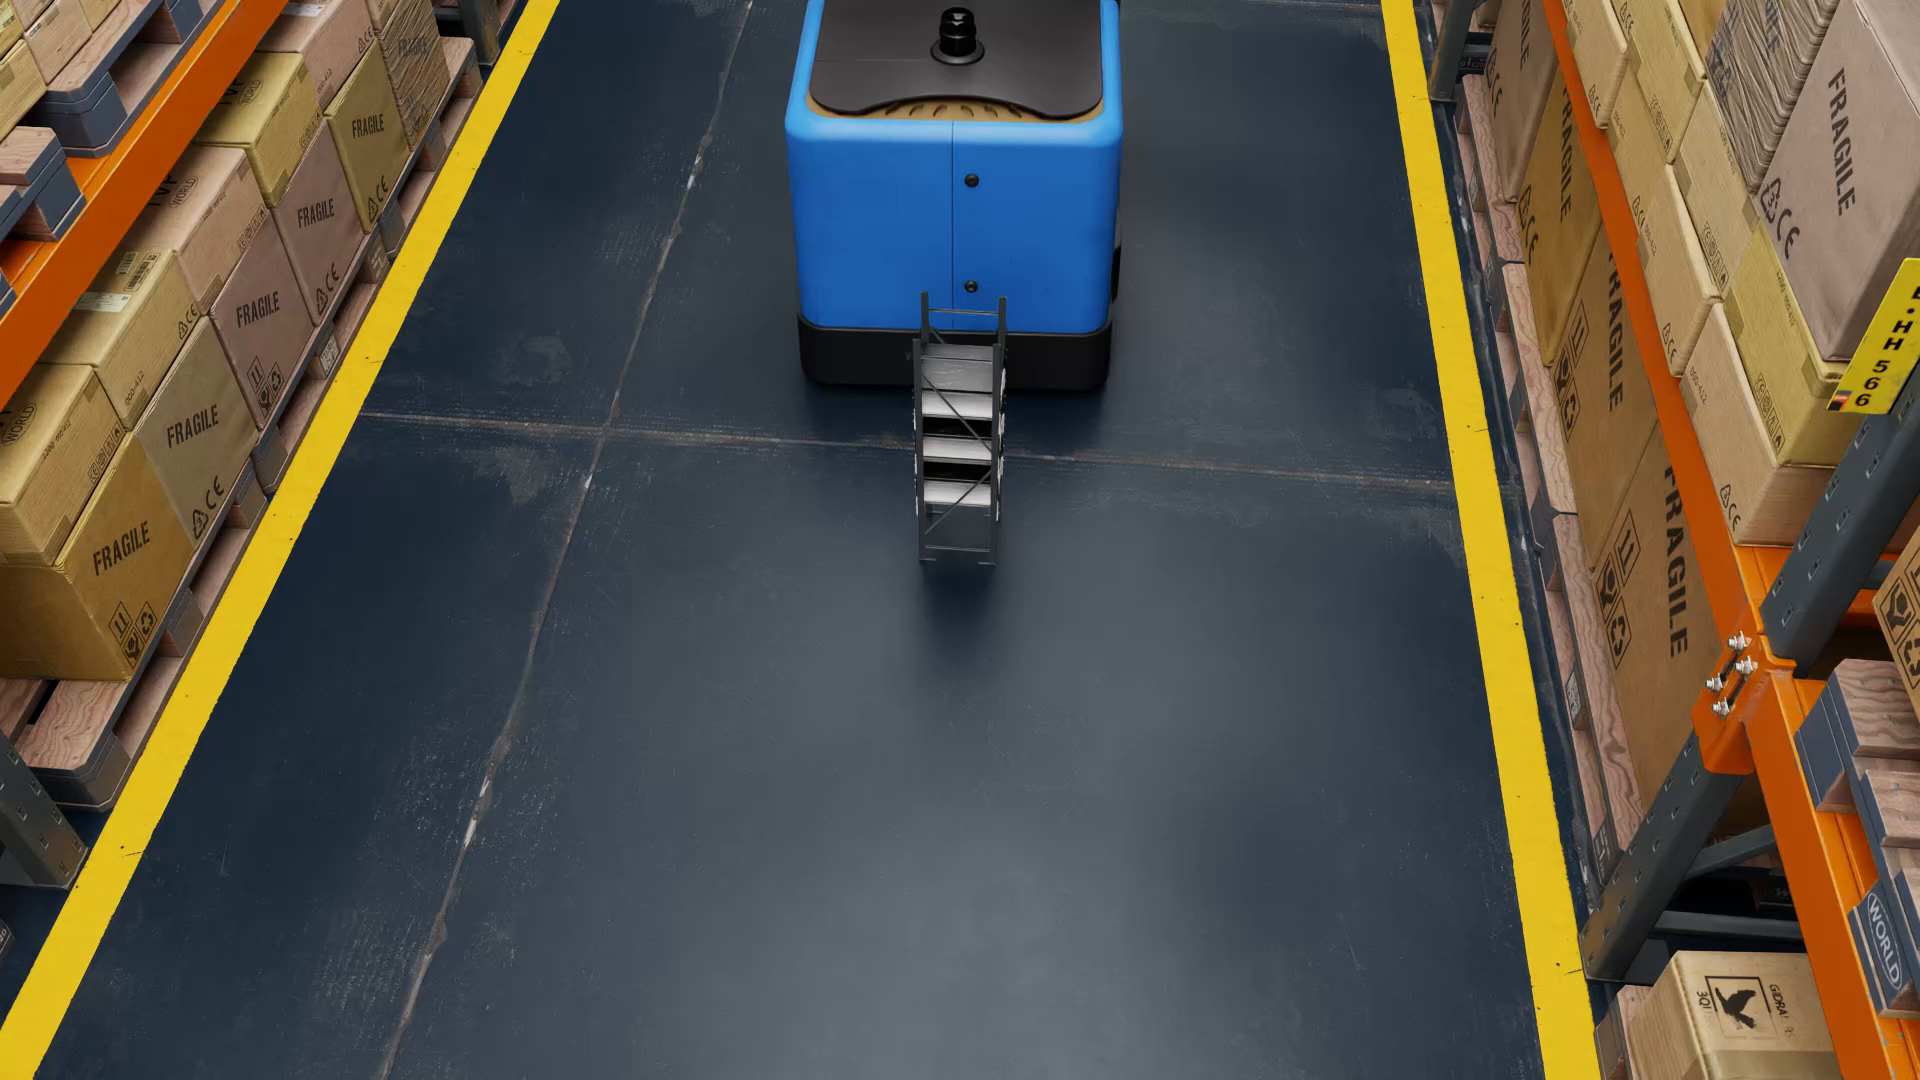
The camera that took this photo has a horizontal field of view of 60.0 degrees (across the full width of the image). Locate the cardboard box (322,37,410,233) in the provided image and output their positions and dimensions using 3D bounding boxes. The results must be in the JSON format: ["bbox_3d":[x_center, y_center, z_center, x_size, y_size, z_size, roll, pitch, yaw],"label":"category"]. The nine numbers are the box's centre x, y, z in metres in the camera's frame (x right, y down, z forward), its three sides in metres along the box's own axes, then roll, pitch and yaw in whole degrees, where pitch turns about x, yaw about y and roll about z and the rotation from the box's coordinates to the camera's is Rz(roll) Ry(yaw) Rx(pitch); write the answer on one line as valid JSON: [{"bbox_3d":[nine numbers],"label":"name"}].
[{"bbox_3d":[-2.347,-1.462,5.964,0.500,0.500,0.500,3,48,3],"label":"cardboard box"}]

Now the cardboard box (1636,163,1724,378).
[{"bbox_3d":[1.909,-0.619,3.885,0.500,0.250,0.500,5,48,4],"label":"cardboard box"}]

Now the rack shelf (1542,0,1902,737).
[{"bbox_3d":[2.273,-1.131,4.739,1.077,0.370,4.000,4,48,4],"label":"rack shelf"}]

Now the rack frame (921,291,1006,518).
[{"bbox_3d":[0.010,-0.384,4.992,0.240,0.900,0.006,4,48,4],"label":"rack frame"}]

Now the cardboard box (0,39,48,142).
[{"bbox_3d":[-2.534,-1.129,4.135,0.380,0.149,0.250,6,48,5],"label":"cardboard box"}]

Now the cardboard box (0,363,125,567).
[{"bbox_3d":[-2.544,-0.204,4.305,0.500,0.250,0.500,2,48,2],"label":"cardboard box"}]

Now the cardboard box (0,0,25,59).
[{"bbox_3d":[-2.537,-1.243,4.038,0.380,0.149,0.250,4,48,4],"label":"cardboard box"}]

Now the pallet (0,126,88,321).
[{"bbox_3d":[-2.889,-0.629,3.922,1.213,0.211,1.003,4,48,4],"label":"pallet"}]

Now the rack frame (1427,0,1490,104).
[{"bbox_3d":[2.456,-2.843,5.818,1.000,3.000,0.127,4,48,4],"label":"rack frame"}]

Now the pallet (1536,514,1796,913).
[{"bbox_3d":[2.238,0.463,4.684,1.003,0.211,1.213,4,48,4],"label":"pallet"}]

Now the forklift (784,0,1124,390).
[{"bbox_3d":[0.039,-2.574,5.618,1.130,2.935,3.031,2,48,2],"label":"forklift"}]

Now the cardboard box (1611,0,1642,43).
[{"bbox_3d":[1.999,-1.531,4.381,0.500,0.250,0.500,3,48,2],"label":"cardboard box"}]

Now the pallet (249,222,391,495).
[{"bbox_3d":[-2.661,-0.690,5.738,1.003,0.211,1.213,4,48,4],"label":"pallet"}]

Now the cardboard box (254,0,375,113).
[{"bbox_3d":[-2.359,-1.712,5.684,0.500,0.250,0.500,6,48,5],"label":"cardboard box"}]

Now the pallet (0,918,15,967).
[{"bbox_3d":[-2.995,1.353,3.870,1.003,0.211,1.213,4,48,4],"label":"pallet"}]

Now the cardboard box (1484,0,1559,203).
[{"bbox_3d":[2.479,-1.807,6.025,0.875,0.875,0.875,5,48,5],"label":"cardboard box"}]

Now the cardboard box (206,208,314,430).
[{"bbox_3d":[-2.445,-0.711,5.277,0.500,0.500,0.500,3,48,3],"label":"cardboard box"}]

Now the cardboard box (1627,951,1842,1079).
[{"bbox_3d":[2.030,1.256,3.565,0.950,0.372,0.625,1,48,1],"label":"cardboard box"}]

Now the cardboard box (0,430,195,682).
[{"bbox_3d":[-2.529,0.037,4.593,0.500,0.500,0.500,2,48,2],"label":"cardboard box"}]

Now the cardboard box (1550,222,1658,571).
[{"bbox_3d":[2.322,-0.486,4.817,0.875,0.875,0.875,4,48,4],"label":"cardboard box"}]

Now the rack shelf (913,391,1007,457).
[{"bbox_3d":[0.001,-0.348,4.882,0.258,0.077,0.200,4,48,4],"label":"rack shelf"}]

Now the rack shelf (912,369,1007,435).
[{"bbox_3d":[0.001,-0.409,4.815,0.258,0.077,0.200,4,48,4],"label":"rack shelf"}]

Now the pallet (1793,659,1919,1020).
[{"bbox_3d":[2.132,0.692,2.715,1.213,0.211,1.003,4,48,4],"label":"pallet"}]

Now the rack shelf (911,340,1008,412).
[{"bbox_3d":[0.001,-0.469,4.749,0.258,0.077,0.200,4,48,4],"label":"rack shelf"}]

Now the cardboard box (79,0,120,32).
[{"bbox_3d":[-2.487,-1.509,4.483,0.380,0.149,0.250,4,48,4],"label":"cardboard box"}]

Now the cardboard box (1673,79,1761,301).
[{"bbox_3d":[1.925,-0.772,3.686,0.500,0.250,0.500,3,48,3],"label":"cardboard box"}]

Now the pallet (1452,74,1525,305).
[{"bbox_3d":[2.460,-1.330,6.324,1.003,0.211,1.213,4,48,4],"label":"pallet"}]

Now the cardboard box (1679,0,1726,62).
[{"bbox_3d":[1.968,-1.415,3.766,0.500,0.500,0.500,4,48,4],"label":"cardboard box"}]

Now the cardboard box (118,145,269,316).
[{"bbox_3d":[-2.440,-0.940,4.978,0.500,0.250,0.500,4,48,4],"label":"cardboard box"}]

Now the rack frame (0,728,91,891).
[{"bbox_3d":[-2.848,-0.163,3.366,1.000,3.000,0.127,4,48,4],"label":"rack frame"}]

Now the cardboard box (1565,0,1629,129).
[{"bbox_3d":[1.990,-1.365,4.567,0.500,0.250,0.500,3,48,3],"label":"cardboard box"}]

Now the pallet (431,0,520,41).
[{"bbox_3d":[-2.457,-2.657,7.537,1.003,0.211,1.213,4,48,4],"label":"pallet"}]

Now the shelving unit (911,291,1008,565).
[{"bbox_3d":[0.001,-0.310,4.923,0.258,0.900,0.210,4,48,4],"label":"shelving unit"}]

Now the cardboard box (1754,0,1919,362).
[{"bbox_3d":[1.878,-0.673,3.087,0.500,0.500,0.500,3,48,2],"label":"cardboard box"}]
